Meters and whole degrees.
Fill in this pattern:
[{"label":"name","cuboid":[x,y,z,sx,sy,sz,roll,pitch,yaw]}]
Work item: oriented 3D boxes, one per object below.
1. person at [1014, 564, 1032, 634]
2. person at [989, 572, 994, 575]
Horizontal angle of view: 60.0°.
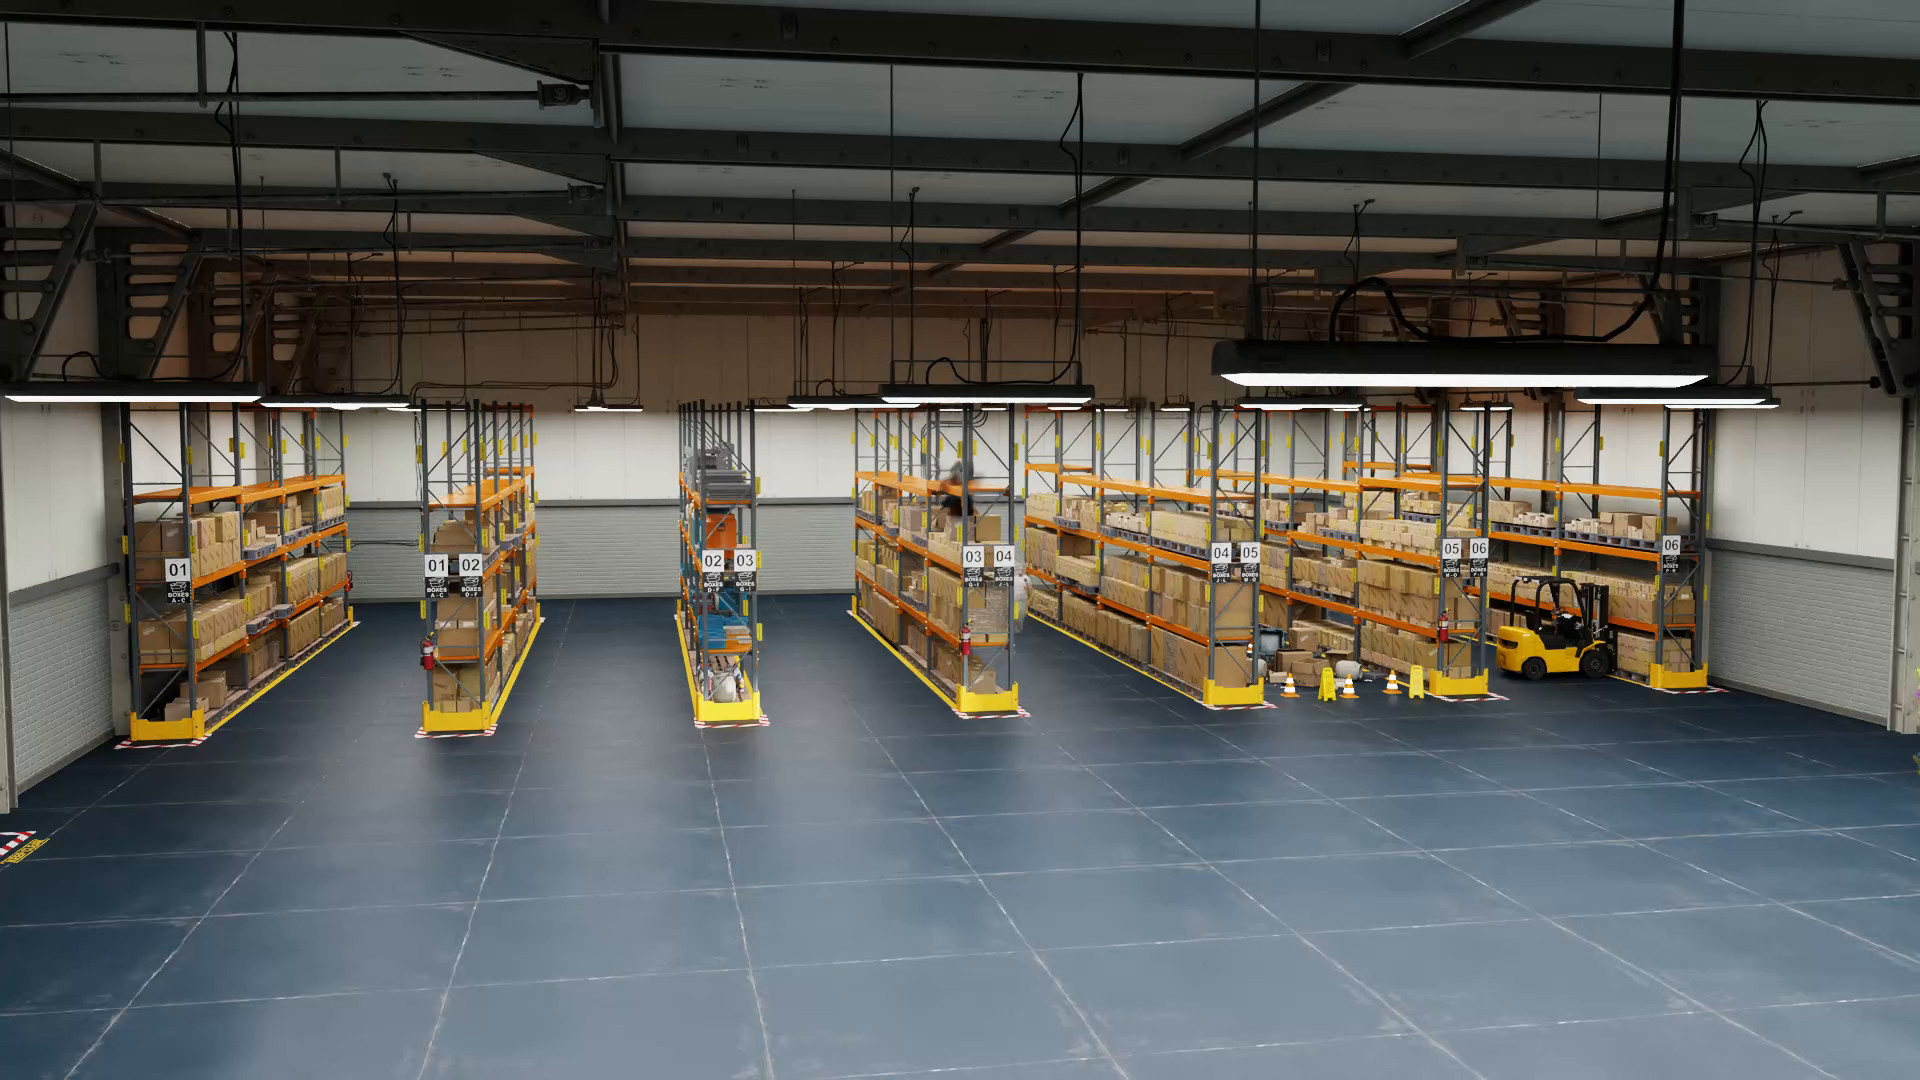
[{"label":"person","cuboid":[1.580,1.554,43.665,0.633,1.850,0.776,-1,4,-12]},{"label":"person","cuboid":[0.935,1.387,47.030,0.538,1.640,0.724,-1,4,-8]}]
